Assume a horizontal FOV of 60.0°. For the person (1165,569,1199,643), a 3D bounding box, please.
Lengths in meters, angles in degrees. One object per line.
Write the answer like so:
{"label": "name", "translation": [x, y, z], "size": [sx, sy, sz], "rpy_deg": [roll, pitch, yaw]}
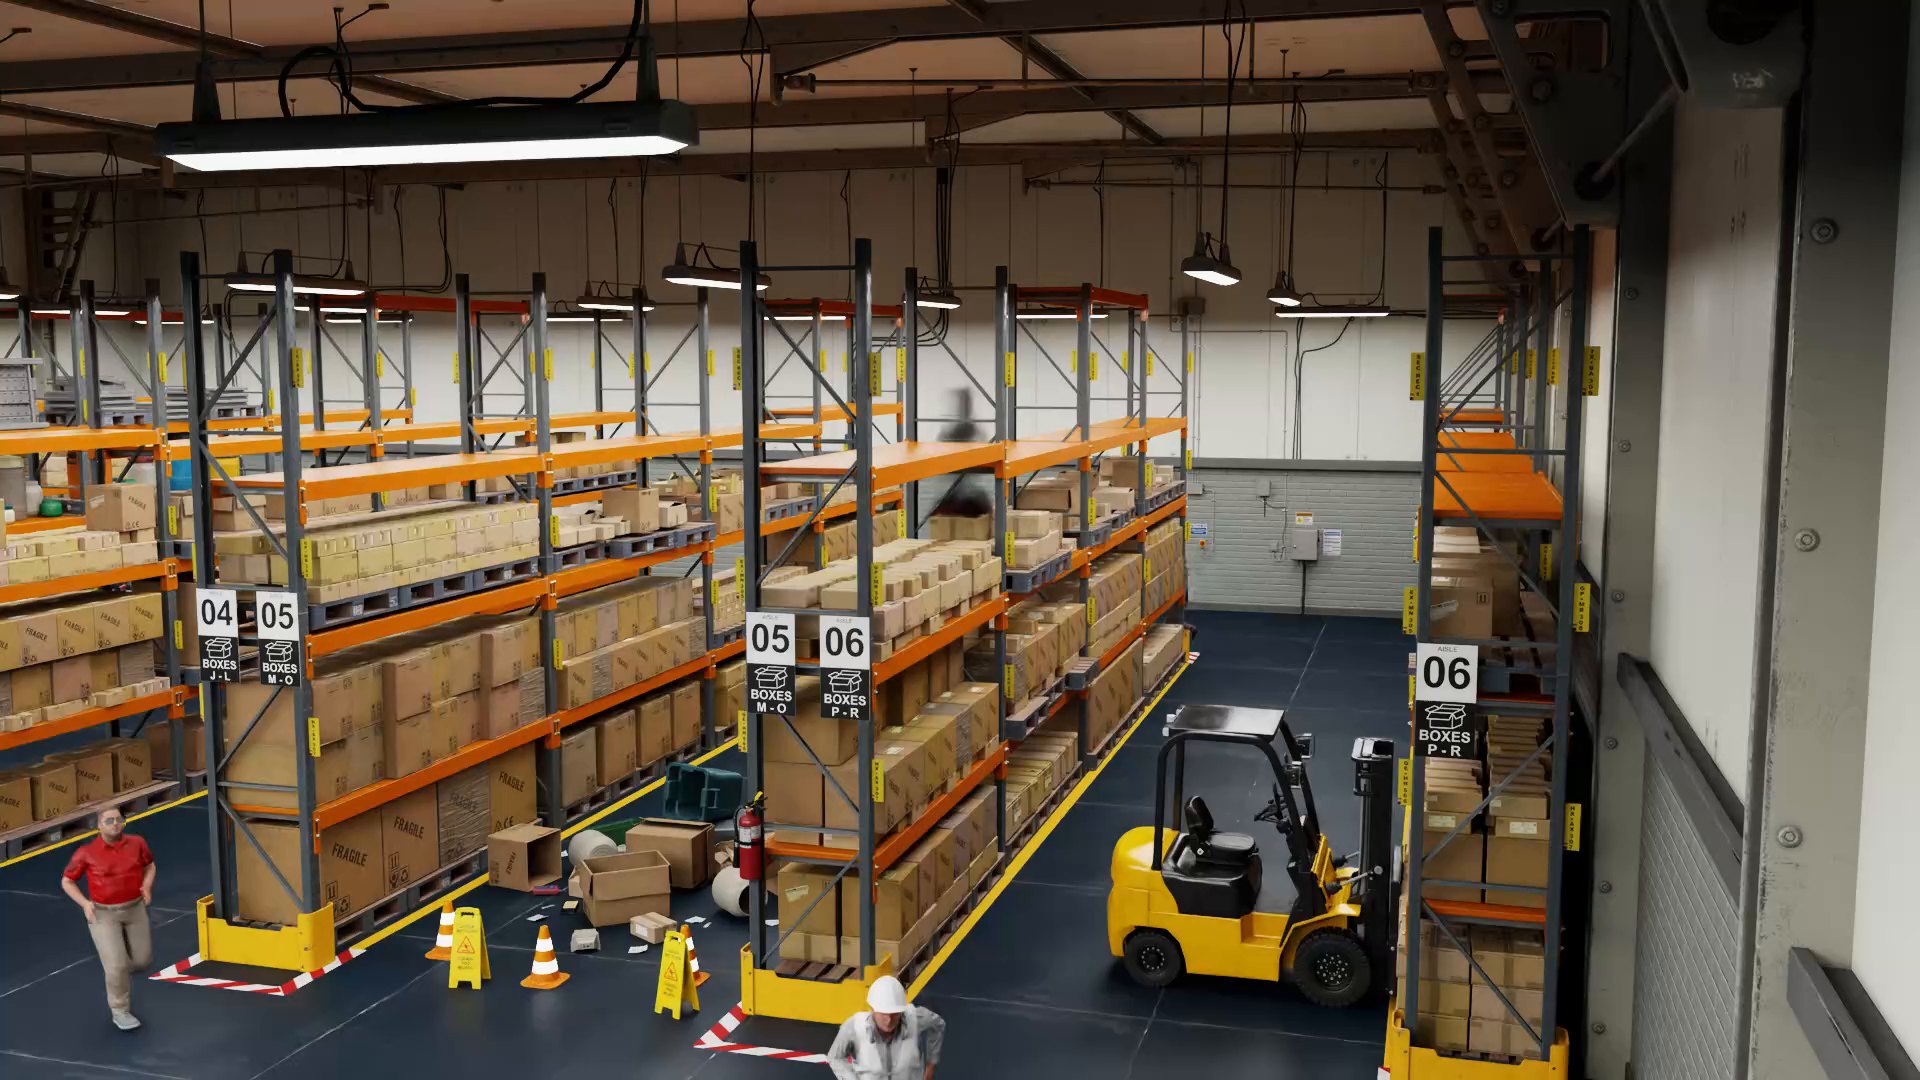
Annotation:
{"label": "person", "translation": [3.850, 1.077, 29.096], "size": [0.655, 1.681, 0.654], "rpy_deg": [1, 7, 11]}

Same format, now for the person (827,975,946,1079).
{"label": "person", "translation": [-0.440, 3.262, 9.723], "size": [0.697, 1.732, 1.046], "rpy_deg": [-1, 7, -11]}

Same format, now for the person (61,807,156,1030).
{"label": "person", "translation": [-6.559, 2.892, 12.895], "size": [0.721, 1.678, 0.668], "rpy_deg": [6, 9, 45]}
